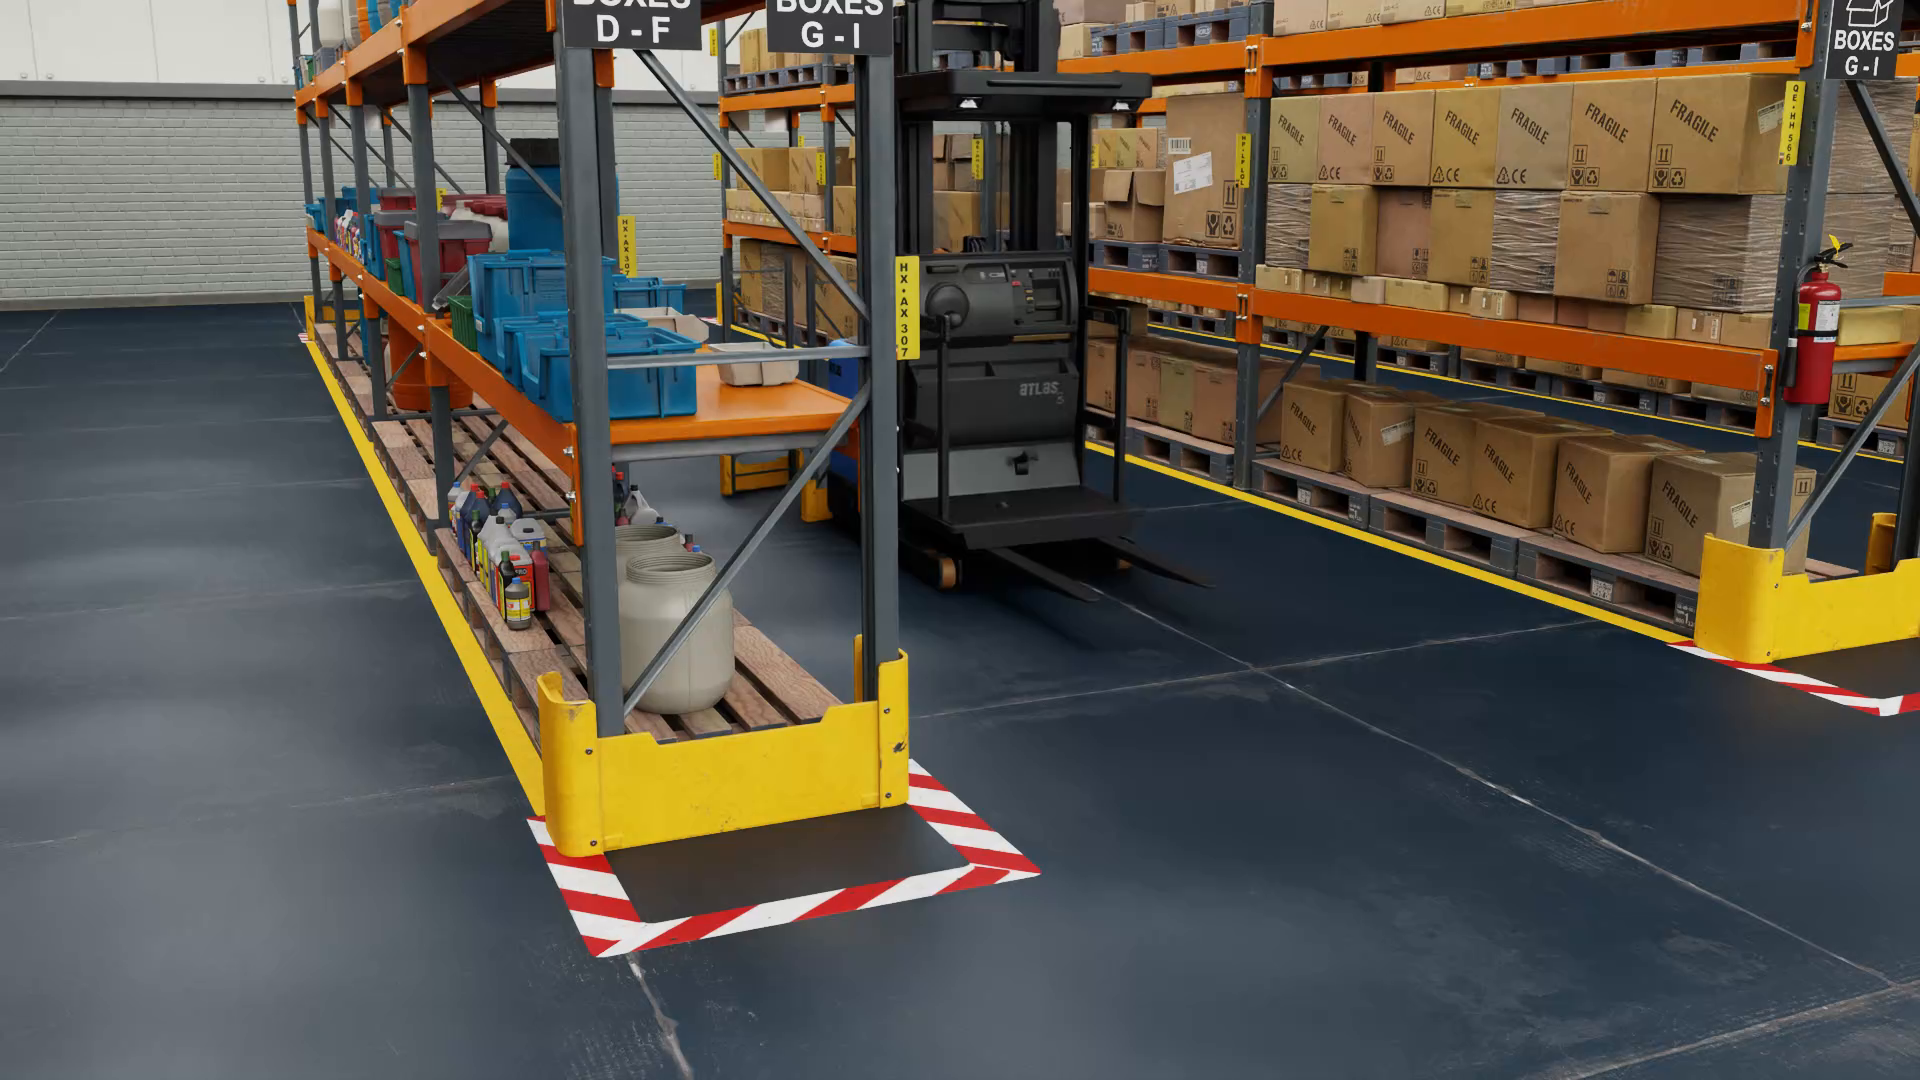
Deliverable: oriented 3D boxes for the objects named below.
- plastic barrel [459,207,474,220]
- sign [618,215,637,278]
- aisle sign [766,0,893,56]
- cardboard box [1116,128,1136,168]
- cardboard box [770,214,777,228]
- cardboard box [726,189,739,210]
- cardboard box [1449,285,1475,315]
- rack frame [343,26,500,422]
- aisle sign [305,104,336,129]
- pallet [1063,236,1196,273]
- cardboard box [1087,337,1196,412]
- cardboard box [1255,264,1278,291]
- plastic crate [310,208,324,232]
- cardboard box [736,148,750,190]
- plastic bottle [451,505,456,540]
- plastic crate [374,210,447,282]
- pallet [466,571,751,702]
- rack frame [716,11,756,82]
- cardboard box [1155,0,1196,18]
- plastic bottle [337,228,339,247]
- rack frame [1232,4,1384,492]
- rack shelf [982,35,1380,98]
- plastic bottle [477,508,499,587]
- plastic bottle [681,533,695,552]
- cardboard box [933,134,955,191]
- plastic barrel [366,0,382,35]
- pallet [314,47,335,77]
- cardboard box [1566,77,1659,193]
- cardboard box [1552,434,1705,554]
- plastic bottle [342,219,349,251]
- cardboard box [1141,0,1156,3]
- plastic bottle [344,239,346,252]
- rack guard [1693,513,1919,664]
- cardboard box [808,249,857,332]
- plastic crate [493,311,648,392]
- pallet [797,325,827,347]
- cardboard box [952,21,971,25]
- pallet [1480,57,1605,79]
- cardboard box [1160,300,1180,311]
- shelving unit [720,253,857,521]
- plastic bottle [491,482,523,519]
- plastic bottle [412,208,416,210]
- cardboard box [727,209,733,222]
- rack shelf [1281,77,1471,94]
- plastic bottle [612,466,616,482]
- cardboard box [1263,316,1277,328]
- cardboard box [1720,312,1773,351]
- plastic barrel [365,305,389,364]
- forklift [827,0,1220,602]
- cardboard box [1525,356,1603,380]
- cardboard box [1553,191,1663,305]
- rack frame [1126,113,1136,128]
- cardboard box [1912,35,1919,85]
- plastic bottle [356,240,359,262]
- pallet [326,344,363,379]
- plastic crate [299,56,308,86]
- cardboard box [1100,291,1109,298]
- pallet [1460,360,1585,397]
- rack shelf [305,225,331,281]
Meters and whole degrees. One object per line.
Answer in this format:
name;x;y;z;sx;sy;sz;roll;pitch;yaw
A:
plastic barrel;-3.110;-1.980;11.026;0.421;0.512;0.421;0;13;0
sign;-1.776;-1.562;8.853;0.100;0.325;0.005;-6;14;-23
aisle sign;-0.385;-1.832;4.866;0.394;0.787;0.004;-6;14;-23
cardboard box;2.365;-5.084;21.587;0.500;0.500;0.500;-6;14;-24
cardboard box;-1.989;-3.709;19.301;0.380;0.149;0.250;-5;14;-22
cardboard box;-2.608;-4.255;20.774;0.500;0.250;0.500;-6;14;-24
cardboard box;2.819;-1.277;8.792;0.380;0.149;0.250;-6;14;-23
rack frame;-3.887;-2.206;12.250;1.000;3.000;0.127;-6;14;-23
aisle sign;-7.392;-5.114;19.047;0.394;0.787;0.004;-6;14;-23
pallet;1.482;-2.155;12.453;1.003;0.211;1.213;-6;14;-23
cardboard box;1.406;-1.284;12.831;0.700;0.500;0.500;-4;14;-18
cardboard box;2.064;-1.633;10.331;0.380;0.149;0.250;-6;14;-23
plastic crate;-6.646;-3.392;17.611;0.416;0.233;0.300;-6;14;-23
cardboard box;-2.408;-4.517;20.243;0.500;0.500;0.500;-6;14;-24
plastic bottle;-2.518;-0.104;8.399;0.097;0.201;0.097;0;13;0
plastic crate;-3.520;-1.876;10.681;0.402;0.464;0.583;-6;14;-23
pallet;-1.561;0.374;7.287;1.003;0.211;1.213;-6;14;-23
rack frame;-2.553;-7.229;20.648;1.000;3.000;0.127;-6;14;-23
cardboard box;1.778;-3.844;11.514;0.797;0.503;0.637;-5;14;-21
plastic bottle;-5.617;-2.772;15.134;0.097;0.201;0.097;0;13;0
rack frame;2.254;-1.827;10.612;1.000;3.000;0.127;-6;14;-23
rack shelf;1.453;-3.351;12.140;1.077;0.370;4.000;-6;14;-23
plastic bottle;-2.095;0.027;7.498;0.144;0.351;0.185;-6;14;-23
plastic bottle;-1.197;0.104;7.315;0.061;0.283;0.133;-5;14;-22
cardboard box;0.115;-3.478;15.300;0.797;0.503;0.637;-5;14;-22
plastic barrel;-3.211;-3.441;9.822;0.600;0.901;0.708;-6;14;-23
pallet;-5.085;-4.249;14.842;1.213;0.211;1.003;-6;14;-23
cardboard box;3.204;-1.876;7.723;0.500;0.500;0.500;-6;14;-23
cardboard box;3.350;-0.239;8.360;0.500;0.500;0.500;-2;13;-8
plastic bottle;-5.282;-2.651;14.446;0.152;0.276;0.135;-6;14;-23
cardboard box;1.471;-4.123;12.547;0.500;0.500;0.500;-5;14;-22
plastic bottle;-5.260;-2.588;14.340;0.097;0.201;0.097;0;13;0
rack guard;3.826;0.201;7.391;1.175;0.500;0.348;-6;14;-23
cardboard box;-1.142;-2.793;18.566;0.875;0.875;0.875;-6;14;-23
plastic crate;-1.412;-0.692;6.037;0.499;0.251;0.408;-6;14;-23
pallet;-1.184;-2.286;18.777;1.003;0.211;1.213;-6;14;-23
cardboard box;0.341;-4.489;14.302;0.797;0.503;0.637;-5;14;-20
pallet;5.543;-4.322;15.157;1.213;0.211;1.003;-5;14;-20
cardboard box;2.750;-2.987;21.014;0.380;0.149;0.250;-6;14;-23
shelving unit;-0.987;-0.977;10.261;0.587;1.500;1.083;-9;16;-35
plastic bottle;-2.209;-0.112;8.102;0.144;0.351;0.185;-6;14;-23
plastic bottle;-4.879;-2.797;14.912;0.144;0.351;0.185;-6;14;-23
cardboard box;-2.713;-4.081;20.907;0.380;0.149;0.250;-5;14;-22
rack shelf;4.435;-4.605;17.557;1.077;0.370;4.000;-6;14;-23
plastic bottle;-1.762;-0.197;8.466;0.144;0.351;0.185;-6;14;-24
cardboard box;3.687;-2.717;19.070;0.500;0.500;0.500;-5;14;-21
cardboard box;3.553;-0.919;7.244;0.380;0.149;0.250;-6;14;-23
plastic barrel;-5.003;-1.955;14.886;0.600;0.901;0.708;-6;14;-23
forklift;0.266;-1.289;8.438;1.130;2.935;3.031;-6;14;-23
cardboard box;5.751;-1.875;14.877;1.050;0.750;0.750;-5;14;-22
cardboard box;3.351;-1.403;7.898;0.875;0.500;0.500;-6;14;-23
rack frame;2.032;-4.734;23.170;1.000;3.000;0.127;-6;14;-23
cardboard box;10.102;-4.862;16.851;0.700;0.500;0.500;-6;14;-23
plastic bottle;-4.679;-2.288;13.044;0.097;0.201;0.097;0;13;0
pallet;-5.819;-1.823;16.776;1.003;0.211;1.213;-6;14;-23
plastic crate;-6.486;-4.777;16.968;0.437;0.282;0.530;-6;14;-23
cardboard box;2.128;-3.365;22.650;0.380;0.149;0.250;-6;14;-23
pallet;5.483;-1.553;15.610;1.003;0.211;1.213;-6;14;-23
rack shelf;-6.290;-3.095;17.687;1.077;0.370;4.000;-6;14;-23
